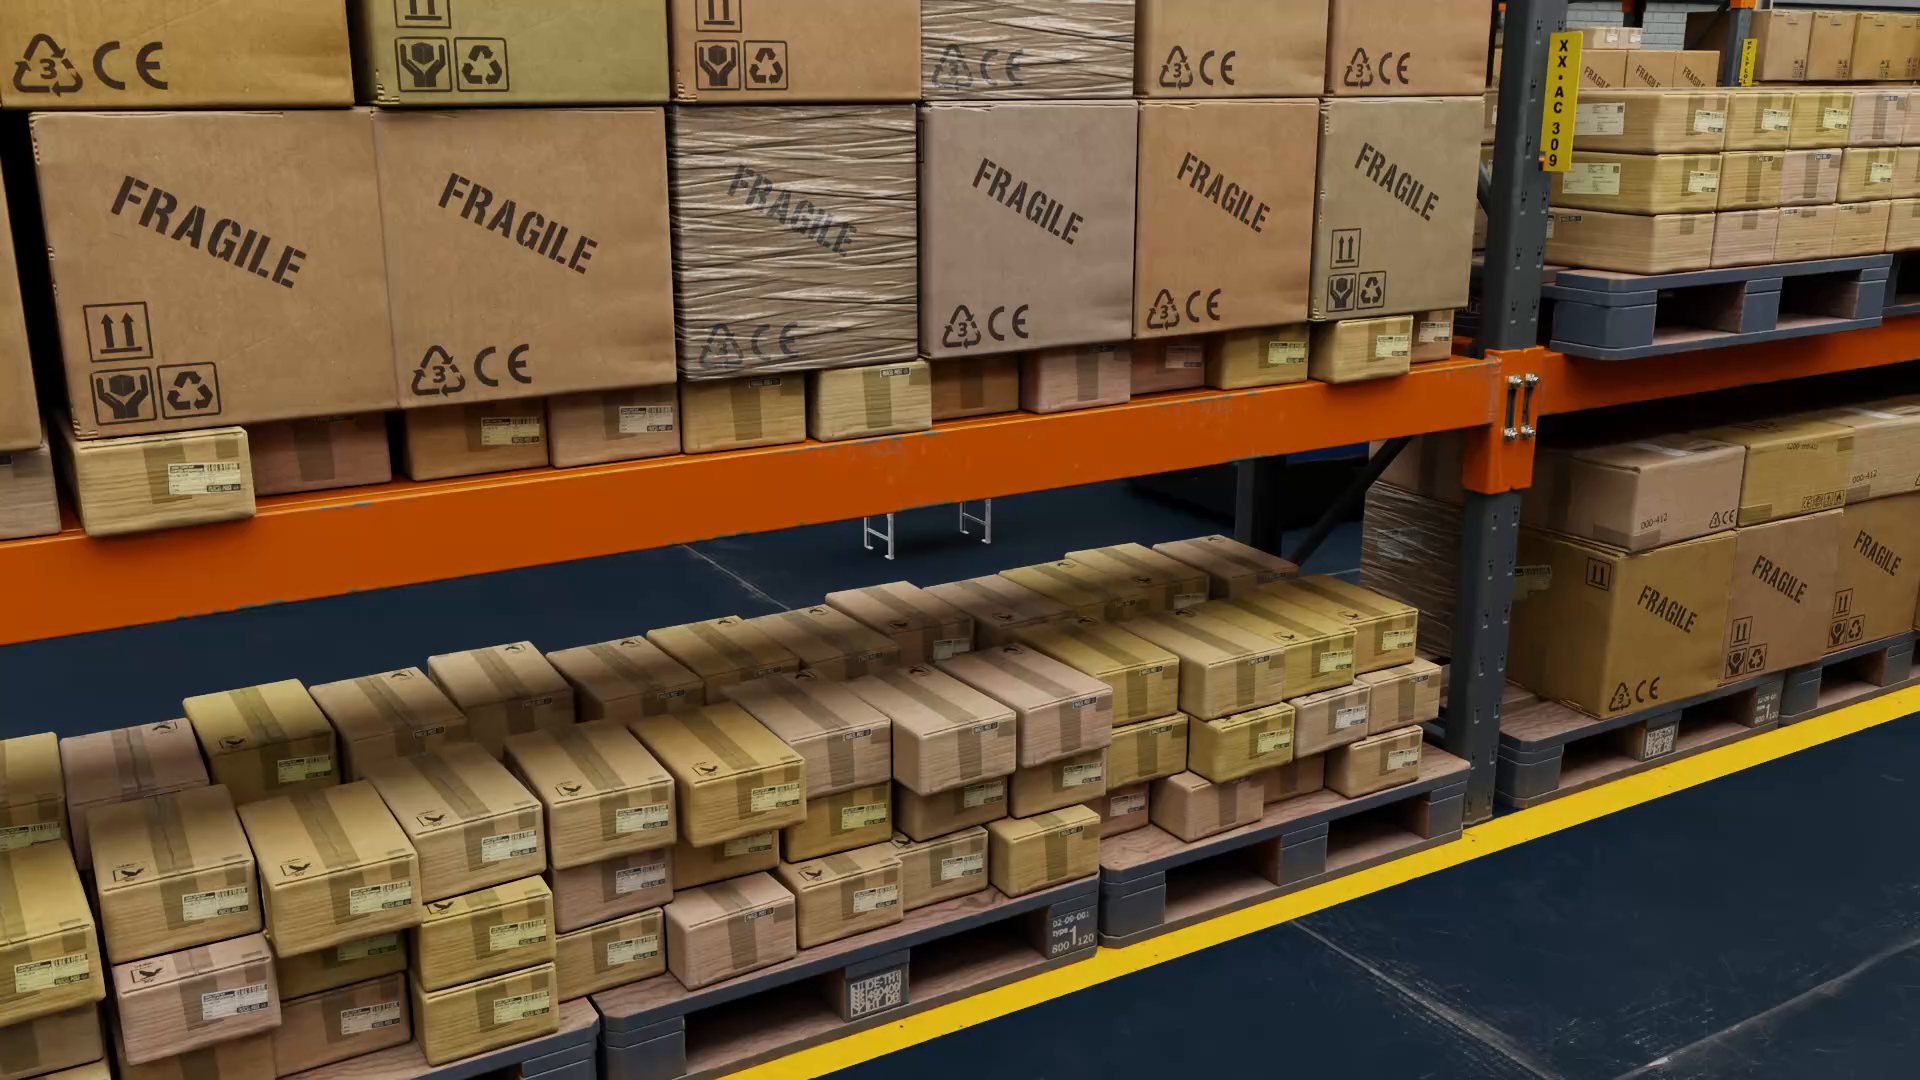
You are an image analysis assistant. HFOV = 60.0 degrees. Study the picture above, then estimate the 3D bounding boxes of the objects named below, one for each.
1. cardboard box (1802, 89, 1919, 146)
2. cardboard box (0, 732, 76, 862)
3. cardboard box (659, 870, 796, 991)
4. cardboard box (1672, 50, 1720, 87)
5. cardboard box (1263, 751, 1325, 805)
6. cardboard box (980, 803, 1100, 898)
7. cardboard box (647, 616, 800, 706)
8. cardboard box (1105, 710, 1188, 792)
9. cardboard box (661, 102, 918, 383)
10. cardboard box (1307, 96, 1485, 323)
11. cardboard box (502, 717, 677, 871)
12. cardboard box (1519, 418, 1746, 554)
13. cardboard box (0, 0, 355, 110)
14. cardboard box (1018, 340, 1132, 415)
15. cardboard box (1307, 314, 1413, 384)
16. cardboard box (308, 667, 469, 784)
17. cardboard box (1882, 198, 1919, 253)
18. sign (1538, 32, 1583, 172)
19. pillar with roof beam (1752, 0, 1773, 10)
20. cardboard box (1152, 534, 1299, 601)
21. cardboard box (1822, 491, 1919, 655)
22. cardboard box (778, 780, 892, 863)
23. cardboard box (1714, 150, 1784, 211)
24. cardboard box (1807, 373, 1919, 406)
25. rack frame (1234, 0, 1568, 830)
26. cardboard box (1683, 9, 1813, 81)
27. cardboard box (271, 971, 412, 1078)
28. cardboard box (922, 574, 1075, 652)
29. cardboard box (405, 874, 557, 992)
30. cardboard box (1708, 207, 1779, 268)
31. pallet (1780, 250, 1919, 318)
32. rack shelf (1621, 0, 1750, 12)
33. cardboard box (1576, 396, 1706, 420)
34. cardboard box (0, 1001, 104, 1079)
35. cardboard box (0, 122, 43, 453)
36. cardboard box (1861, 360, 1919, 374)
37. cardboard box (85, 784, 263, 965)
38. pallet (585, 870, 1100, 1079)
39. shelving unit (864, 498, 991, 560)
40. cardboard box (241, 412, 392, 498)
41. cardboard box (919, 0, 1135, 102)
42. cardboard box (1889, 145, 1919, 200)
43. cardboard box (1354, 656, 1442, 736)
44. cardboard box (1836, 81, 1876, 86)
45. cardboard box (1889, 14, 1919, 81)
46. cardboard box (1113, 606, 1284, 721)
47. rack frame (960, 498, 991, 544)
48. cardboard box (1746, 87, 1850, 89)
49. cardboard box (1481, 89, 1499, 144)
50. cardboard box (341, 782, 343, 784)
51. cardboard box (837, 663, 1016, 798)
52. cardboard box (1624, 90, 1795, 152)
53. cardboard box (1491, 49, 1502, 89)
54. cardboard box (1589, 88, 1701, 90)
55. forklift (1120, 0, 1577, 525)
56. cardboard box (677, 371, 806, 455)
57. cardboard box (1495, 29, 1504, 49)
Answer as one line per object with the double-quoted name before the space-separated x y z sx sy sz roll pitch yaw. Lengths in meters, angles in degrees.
"cardboard box" 2.636 -1.232 4.832 0.250 0.149 0.380 -9 18 -30
"cardboard box" -1.936 0.537 3.337 0.250 0.149 0.380 -9 18 -29
"cardboard box" -0.550 0.784 3.561 0.250 0.149 0.380 -10 19 -32
"cardboard box" 5.114 -3.290 12.075 0.500 0.500 0.500 -10 18 -31
"cardboard box" 0.743 0.550 4.394 0.250 0.149 0.380 -9 18 -28
"cardboard box" 0.122 0.677 3.941 0.250 0.149 0.380 -9 18 -30
"cardboard box" -0.585 0.325 4.096 0.250 0.149 0.380 -9 18 -29
"cardboard box" 0.352 0.468 4.136 0.250 0.149 0.380 -9 18 -29
"cardboard box" -0.426 -0.622 3.336 0.500 0.500 0.500 -10 18 -31
"cardboard box" 0.901 -0.829 4.075 0.500 0.500 0.500 -9 18 -30
"cardboard box" -0.766 0.514 3.421 0.250 0.149 0.380 -8 18 -28
"cardboard box" 1.939 -0.172 4.929 0.500 0.250 0.500 -10 19 -32
"cardboard box" -1.308 -0.960 2.688 0.500 0.500 0.500 -9 18 -28
"cardboard box" 0.170 -0.397 3.733 0.250 0.149 0.380 -10 19 -32
"cardboard box" 0.881 -0.495 4.083 0.250 0.149 0.380 -10 18 -31
"cardboard box" -1.279 0.429 3.724 0.250 0.149 0.380 -10 19 -32
"cardboard box" 2.629 -0.944 4.908 0.250 0.149 0.380 -10 19 -32
"sign" 1.456 -1.063 4.041 0.005 0.325 0.100 -9 18 -30
"pillar with roof beam" 12.560 -7.556 17.694 0.400 9.000 9.100 -9 18 -30
"cardboard box" 0.768 0.113 4.849 0.250 0.149 0.380 -8 18 -27
"cardboard box" 2.835 0.040 5.564 0.500 0.500 0.500 -9 18 -29
"cardboard box" -0.347 0.568 3.780 0.250 0.149 0.380 -8 18 -27
"cardboard box" 1.966 -0.980 4.484 0.250 0.149 0.380 -10 18 -31
"cardboard box" 3.276 -0.391 5.710 0.500 0.250 0.500 -9 18 -28
"rack frame" 1.170 -0.771 4.601 0.127 3.000 1.000 -9 18 -30
"cardboard box" 5.880 -3.698 12.455 0.500 0.500 0.700 -9 18 -30
"cardboard box" -1.253 0.866 3.268 0.250 0.149 0.380 -9 18 -29
"cardboard box" 0.098 0.226 4.448 0.250 0.149 0.380 -10 18 -31
"cardboard box" -0.974 0.709 3.275 0.250 0.149 0.380 -9 18 -28
"cardboard box" 1.979 -0.840 4.537 0.250 0.149 0.380 -9 18 -29
"pallet" 2.923 -0.950 5.595 1.213 0.211 1.003 -9 18 -30
"rack shelf" 3.677 -3.834 11.305 4.000 0.370 1.077 -9 18 -30
"cardboard box" 2.126 -0.361 5.603 0.500 0.250 0.500 -8 18 -27
"cardboard box" -1.678 0.799 2.954 0.250 0.149 0.380 -8 18 -27
"cardboard box" -1.732 -0.404 2.559 0.500 0.500 0.500 -8 18 -27
"cardboard box" 3.448 -0.576 6.371 0.500 0.250 0.500 -9 18 -30
"cardboard box" -1.460 0.609 3.081 0.250 0.149 0.380 -9 18 -29
"pallet" -0.435 0.844 4.007 1.213 0.211 1.003 -9 18 -30
"shelving unit" -0.142 -0.555 7.166 0.503 1.200 0.258 -9 18 -30
"cardboard box" -1.206 -0.201 3.033 0.250 0.149 0.380 -8 18 -27
"cardboard box" 0.020 -1.175 3.454 0.500 0.500 0.500 -9 18 -28
"cardboard box" 2.639 -1.090 4.878 0.250 0.149 0.380 -8 18 -27
"cardboard box" 1.064 0.374 4.471 0.250 0.149 0.380 -9 18 -29
"cardboard box" 6.768 -3.344 13.045 0.500 0.500 0.500 -9 18 -30
"cardboard box" 7.174 -3.921 13.250 0.500 0.500 0.700 -9 18 -30
"cardboard box" 0.591 0.304 4.169 0.250 0.149 0.380 -9 18 -30
"rack frame" 0.067 -0.589 7.287 0.015 1.200 0.240 -9 18 -30
"cardboard box" 2.761 -1.458 5.639 0.250 0.149 0.380 -10 18 -30
"cardboard box" 1.413 -1.239 4.859 0.250 0.149 0.380 -8 18 -27
"cardboard box" -1.226 0.587 3.711 0.250 0.149 0.380 -9 18 -30
"cardboard box" -0.081 0.421 3.751 0.250 0.149 0.380 -10 18 -32
"cardboard box" 1.980 -1.127 4.457 0.250 0.149 0.380 -9 18 -28
"cardboard box" 3.362 -3.010 11.075 0.500 0.500 0.500 -9 18 -29
"cardboard box" 2.091 -1.349 5.249 0.250 0.149 0.380 -9 18 -30
"forklift" 2.309 -1.751 8.225 3.031 2.935 1.130 -9 18 -30
"cardboard box" -0.501 -0.291 3.358 0.250 0.149 0.380 -8 18 -28
"cardboard box" 3.928 -3.561 11.841 0.250 0.149 0.380 -8 18 -27
